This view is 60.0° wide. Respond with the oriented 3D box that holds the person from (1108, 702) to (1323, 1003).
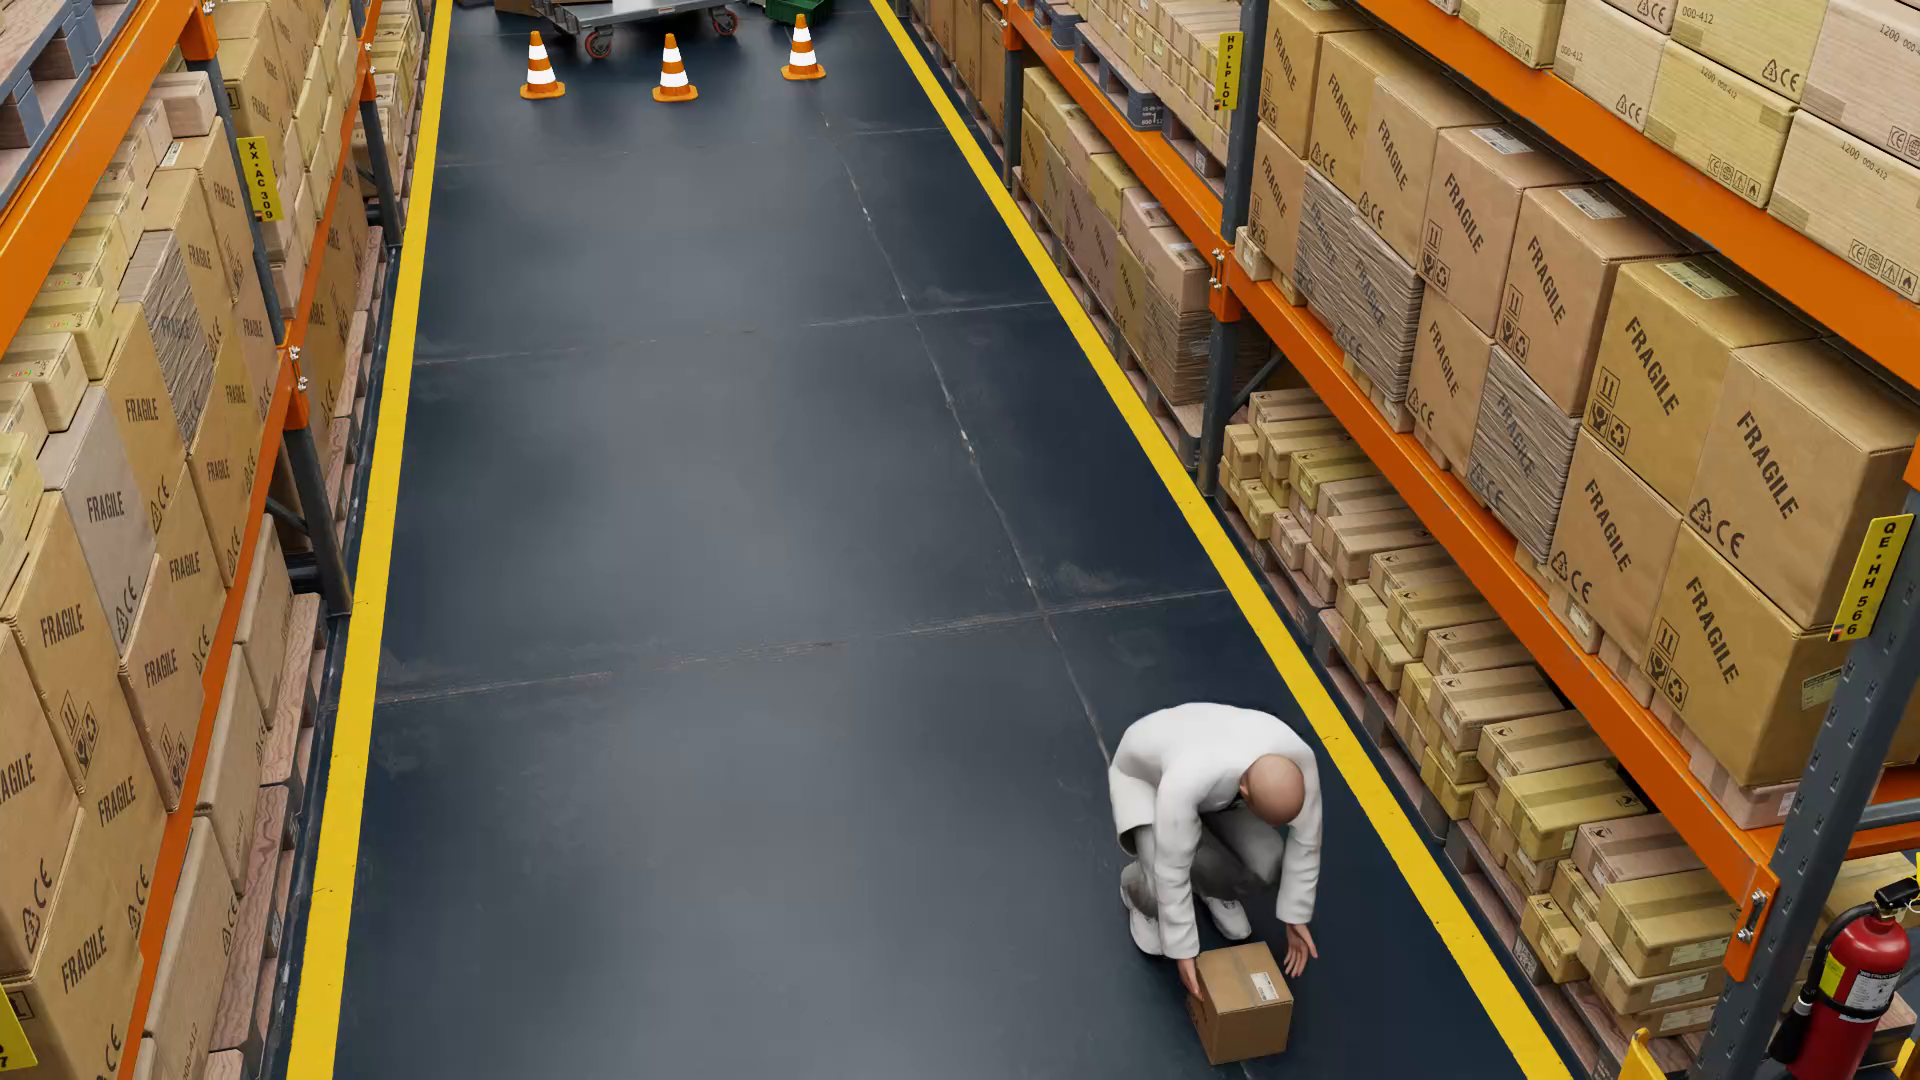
[{"bbox_3d":[0.820,0.929,5.430,0.611,1.047,0.885,-8,35,-12],"label":"person"}]
